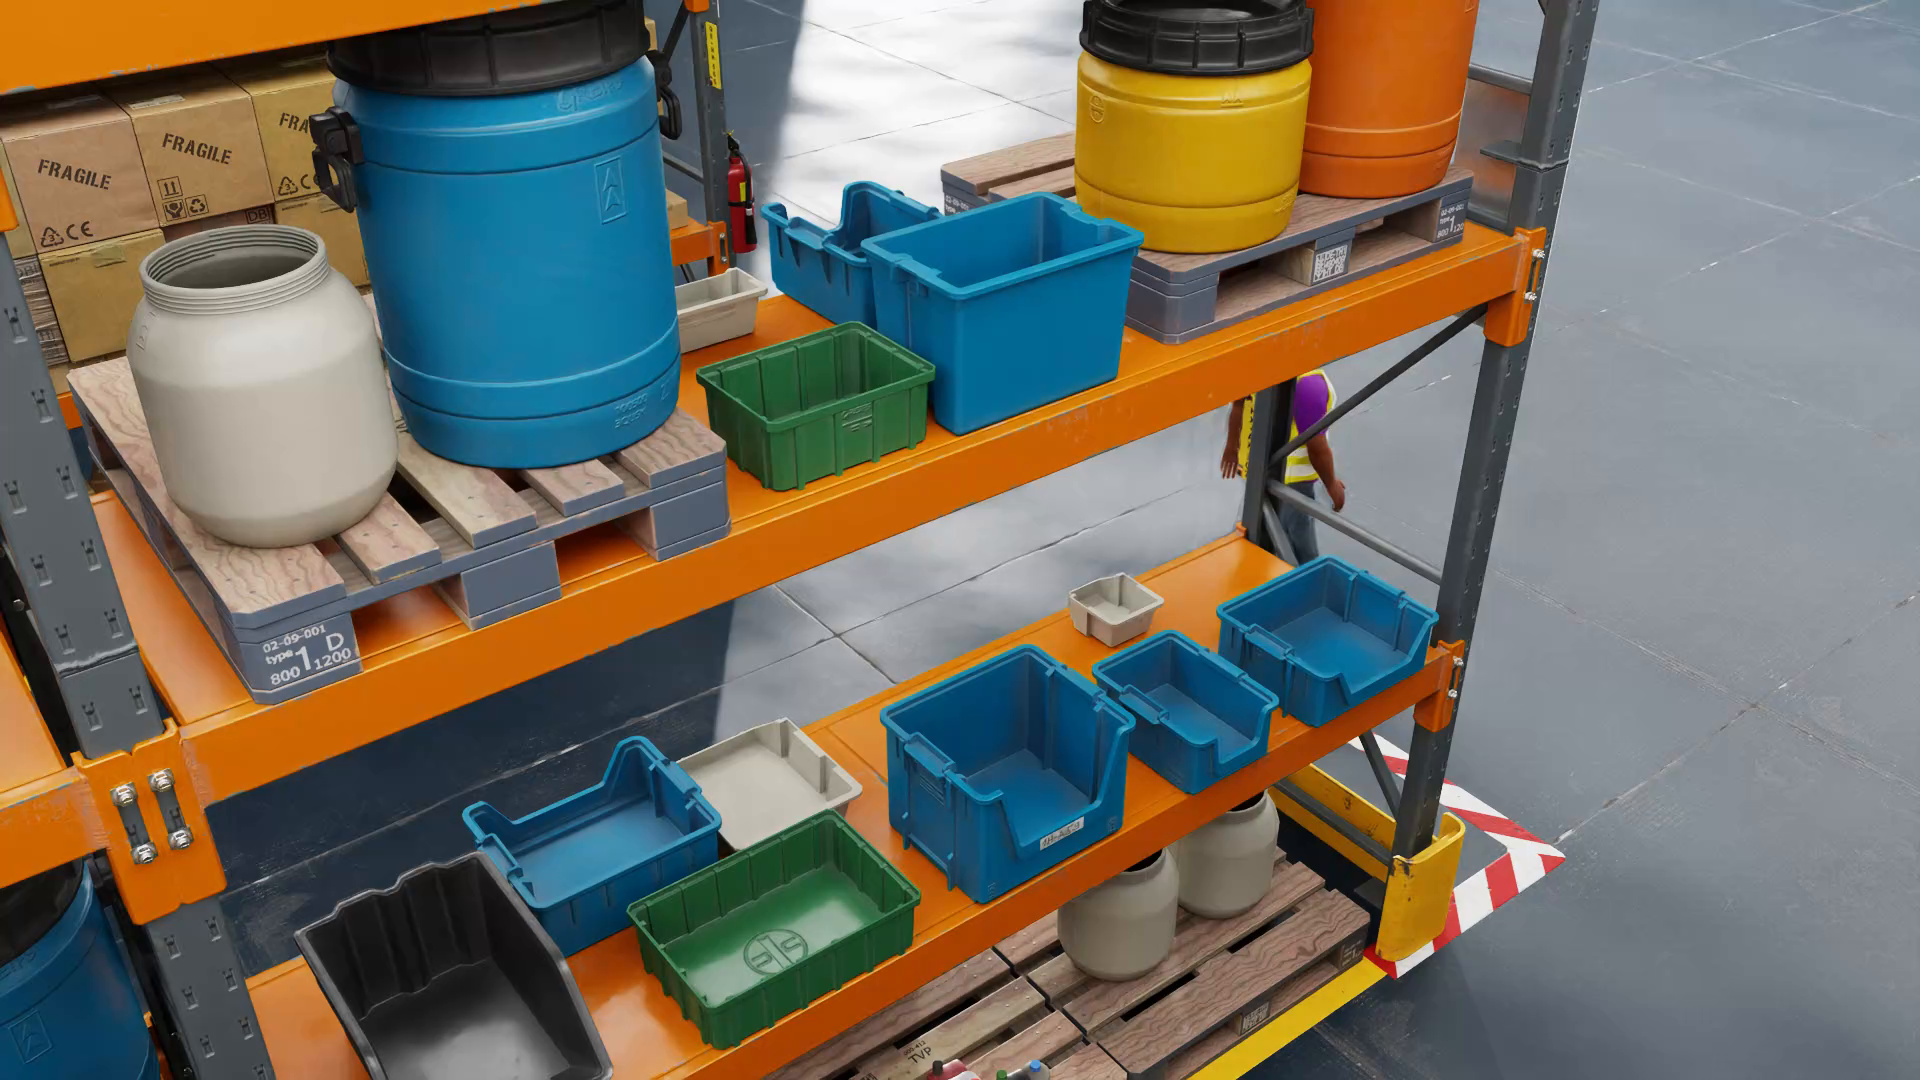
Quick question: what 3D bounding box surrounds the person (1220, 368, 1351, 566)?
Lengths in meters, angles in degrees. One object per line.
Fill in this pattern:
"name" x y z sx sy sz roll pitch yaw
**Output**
"person" 1.543 -0.371 7.714 1.015 1.726 0.612 -10 33 -16
